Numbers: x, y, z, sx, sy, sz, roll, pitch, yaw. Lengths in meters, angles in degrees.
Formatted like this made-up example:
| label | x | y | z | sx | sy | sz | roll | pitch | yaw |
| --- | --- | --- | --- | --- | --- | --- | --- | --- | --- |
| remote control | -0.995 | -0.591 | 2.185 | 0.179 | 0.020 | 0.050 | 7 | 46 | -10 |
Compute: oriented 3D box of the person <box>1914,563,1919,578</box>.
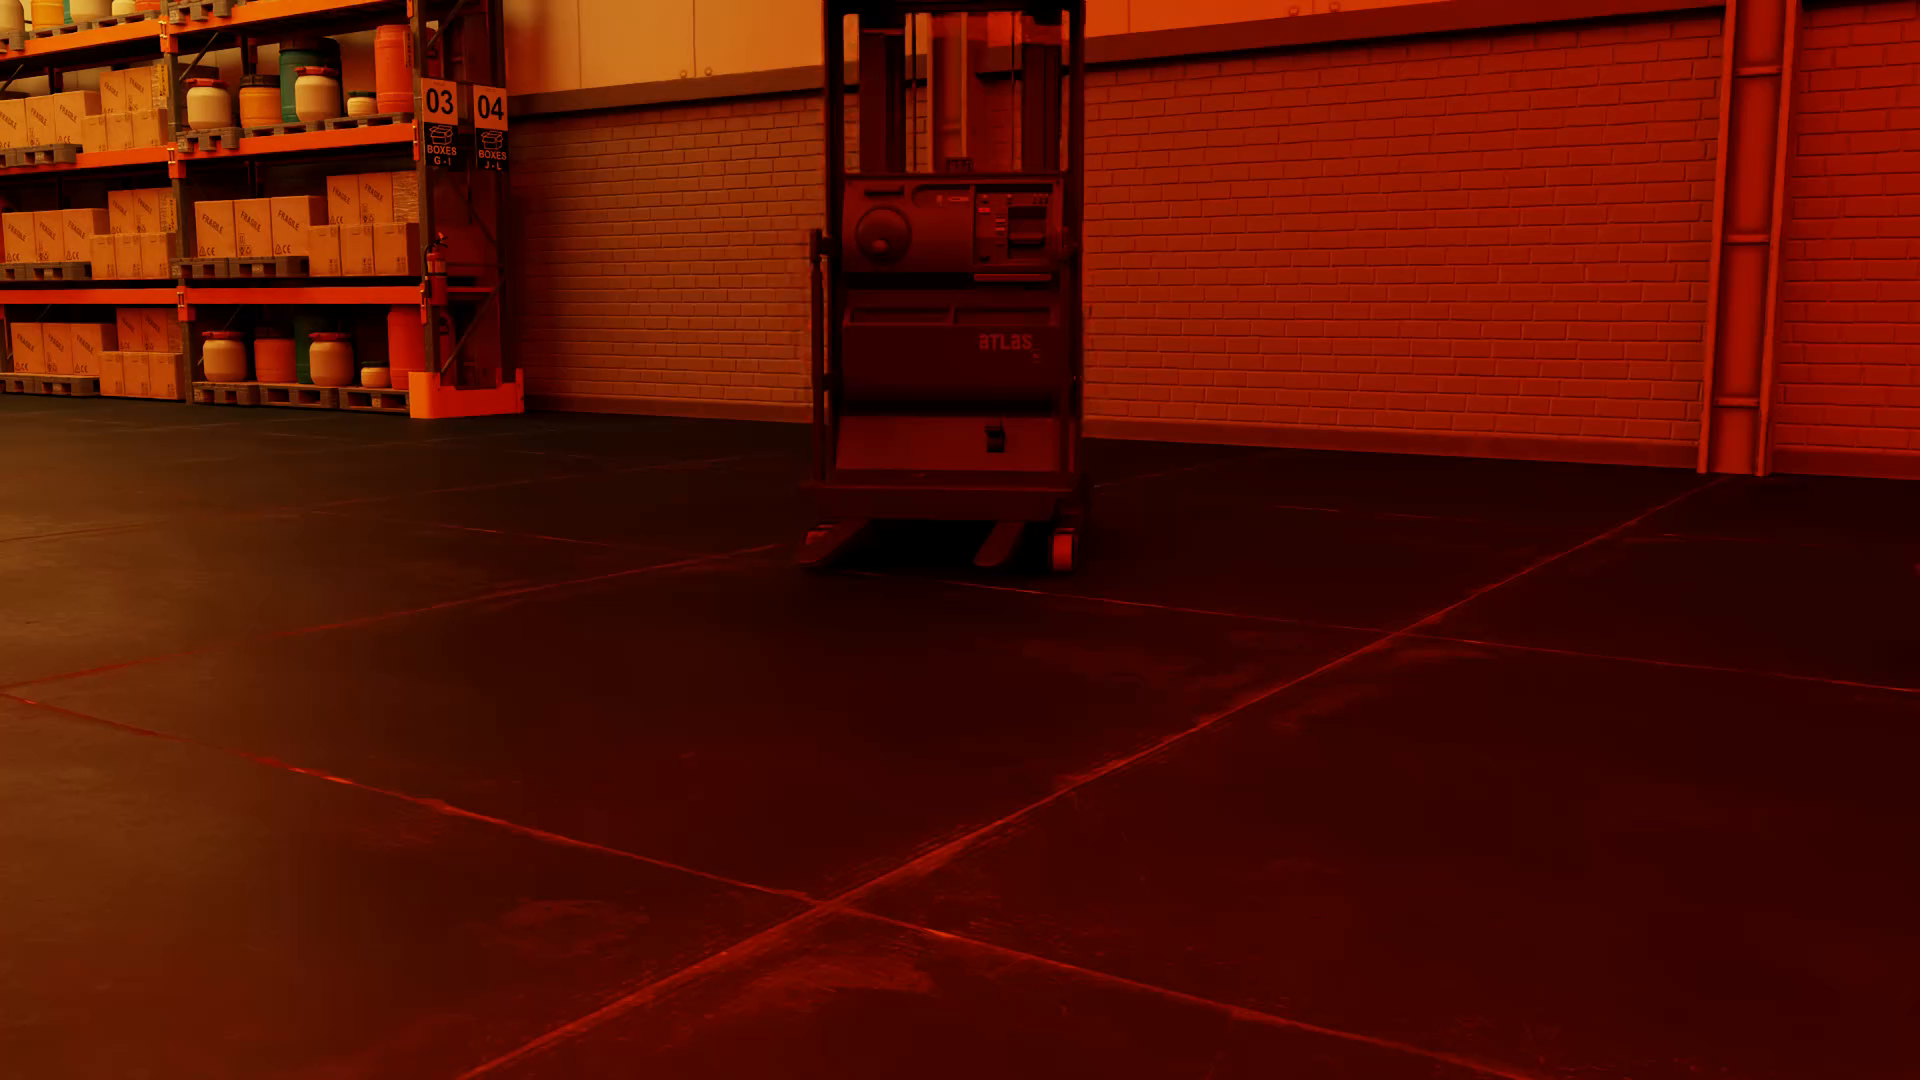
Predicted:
| label | x | y | z | sx | sy | sz | roll | pitch | yaw |
| --- | --- | --- | --- | --- | --- | --- | --- | --- | --- |
| person | 3.130 | -0.489 | 4.810 | 0.525 | 1.758 | 0.782 | 3 | 9 | 20 |

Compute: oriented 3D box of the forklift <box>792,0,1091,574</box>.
| label | x | y | z | sx | sy | sz | roll | pitch | yaw |
| --- | --- | --- | --- | --- | --- | --- | --- | --- | --- |
| forklift | -0.051 | -1.364 | 6.788 | 1.130 | 2.935 | 3.031 | 1 | 8 | 6 |
